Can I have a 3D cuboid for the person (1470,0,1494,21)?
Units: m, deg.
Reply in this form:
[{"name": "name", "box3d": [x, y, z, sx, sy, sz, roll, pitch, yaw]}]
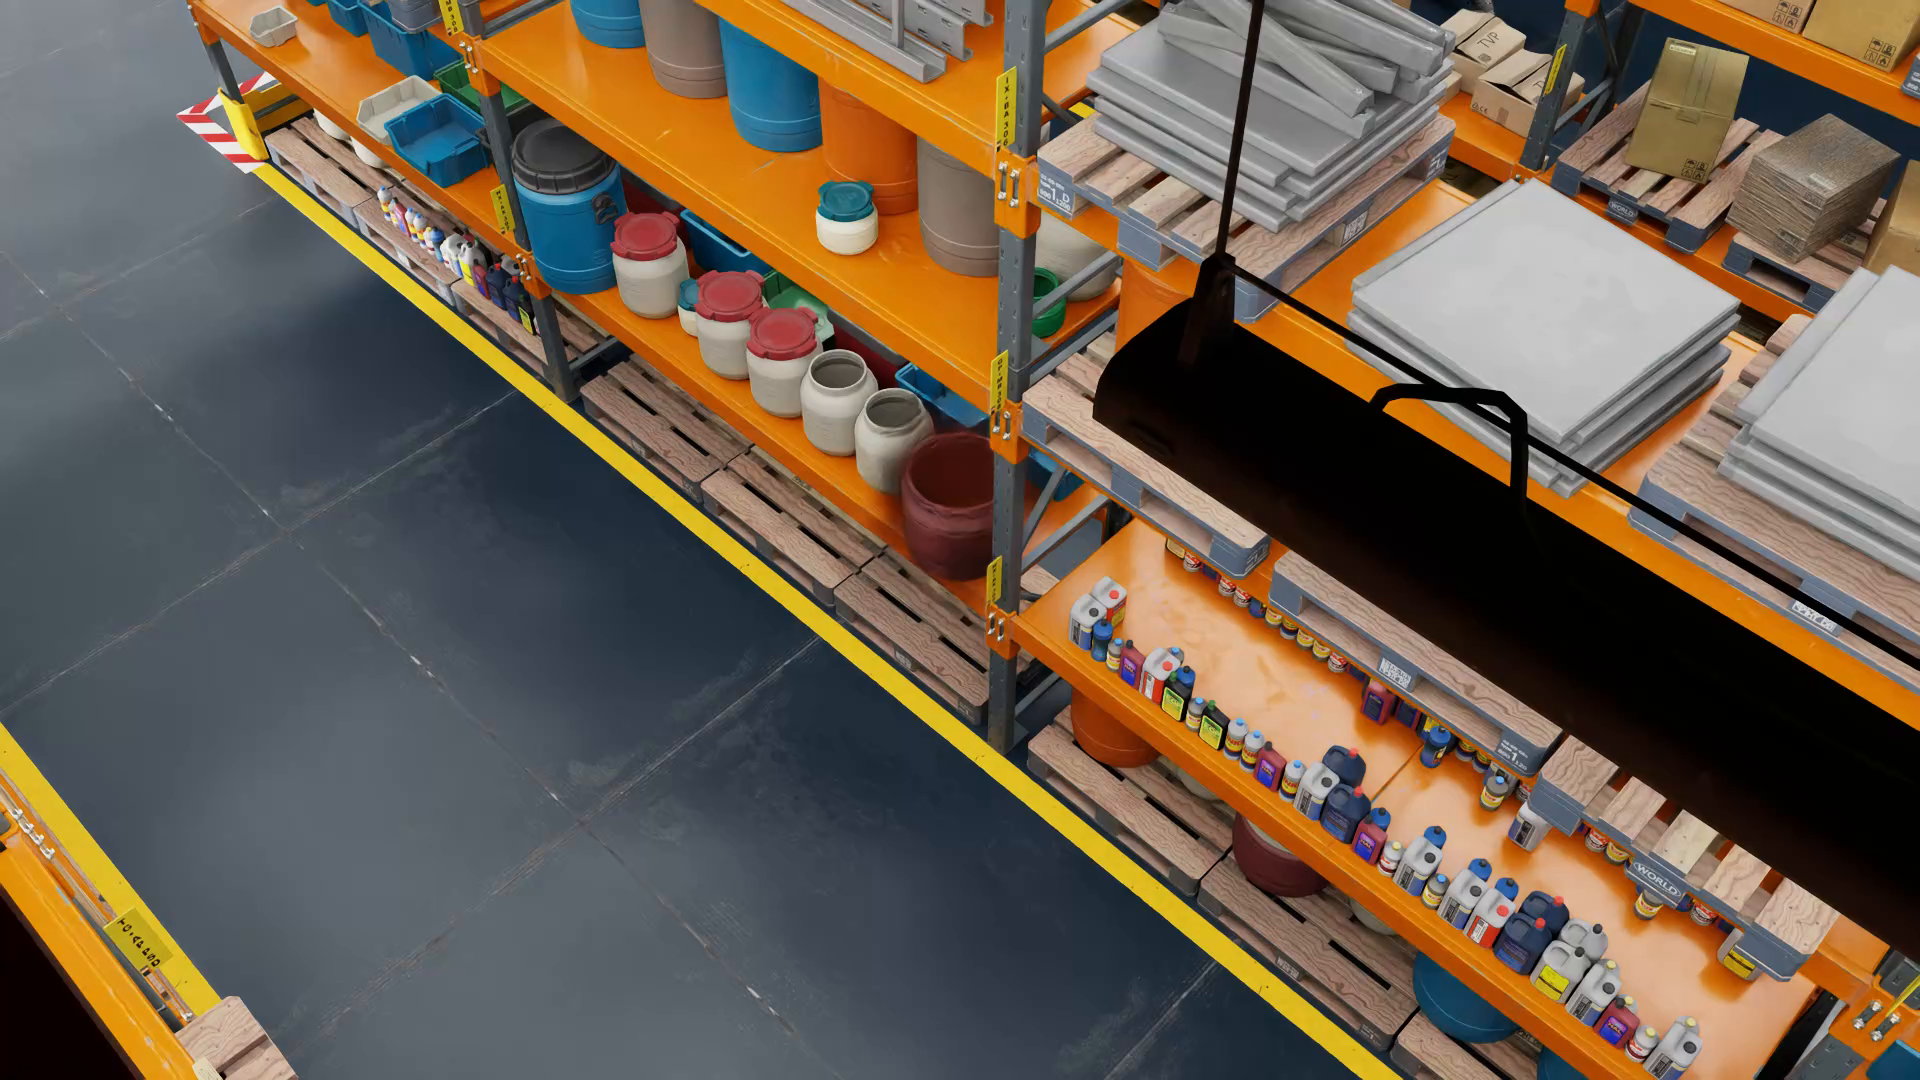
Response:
[{"name": "person", "box3d": [4.152, -5.059, 13.507, 0.768, 1.775, 0.570, 17, 52, 13]}]
